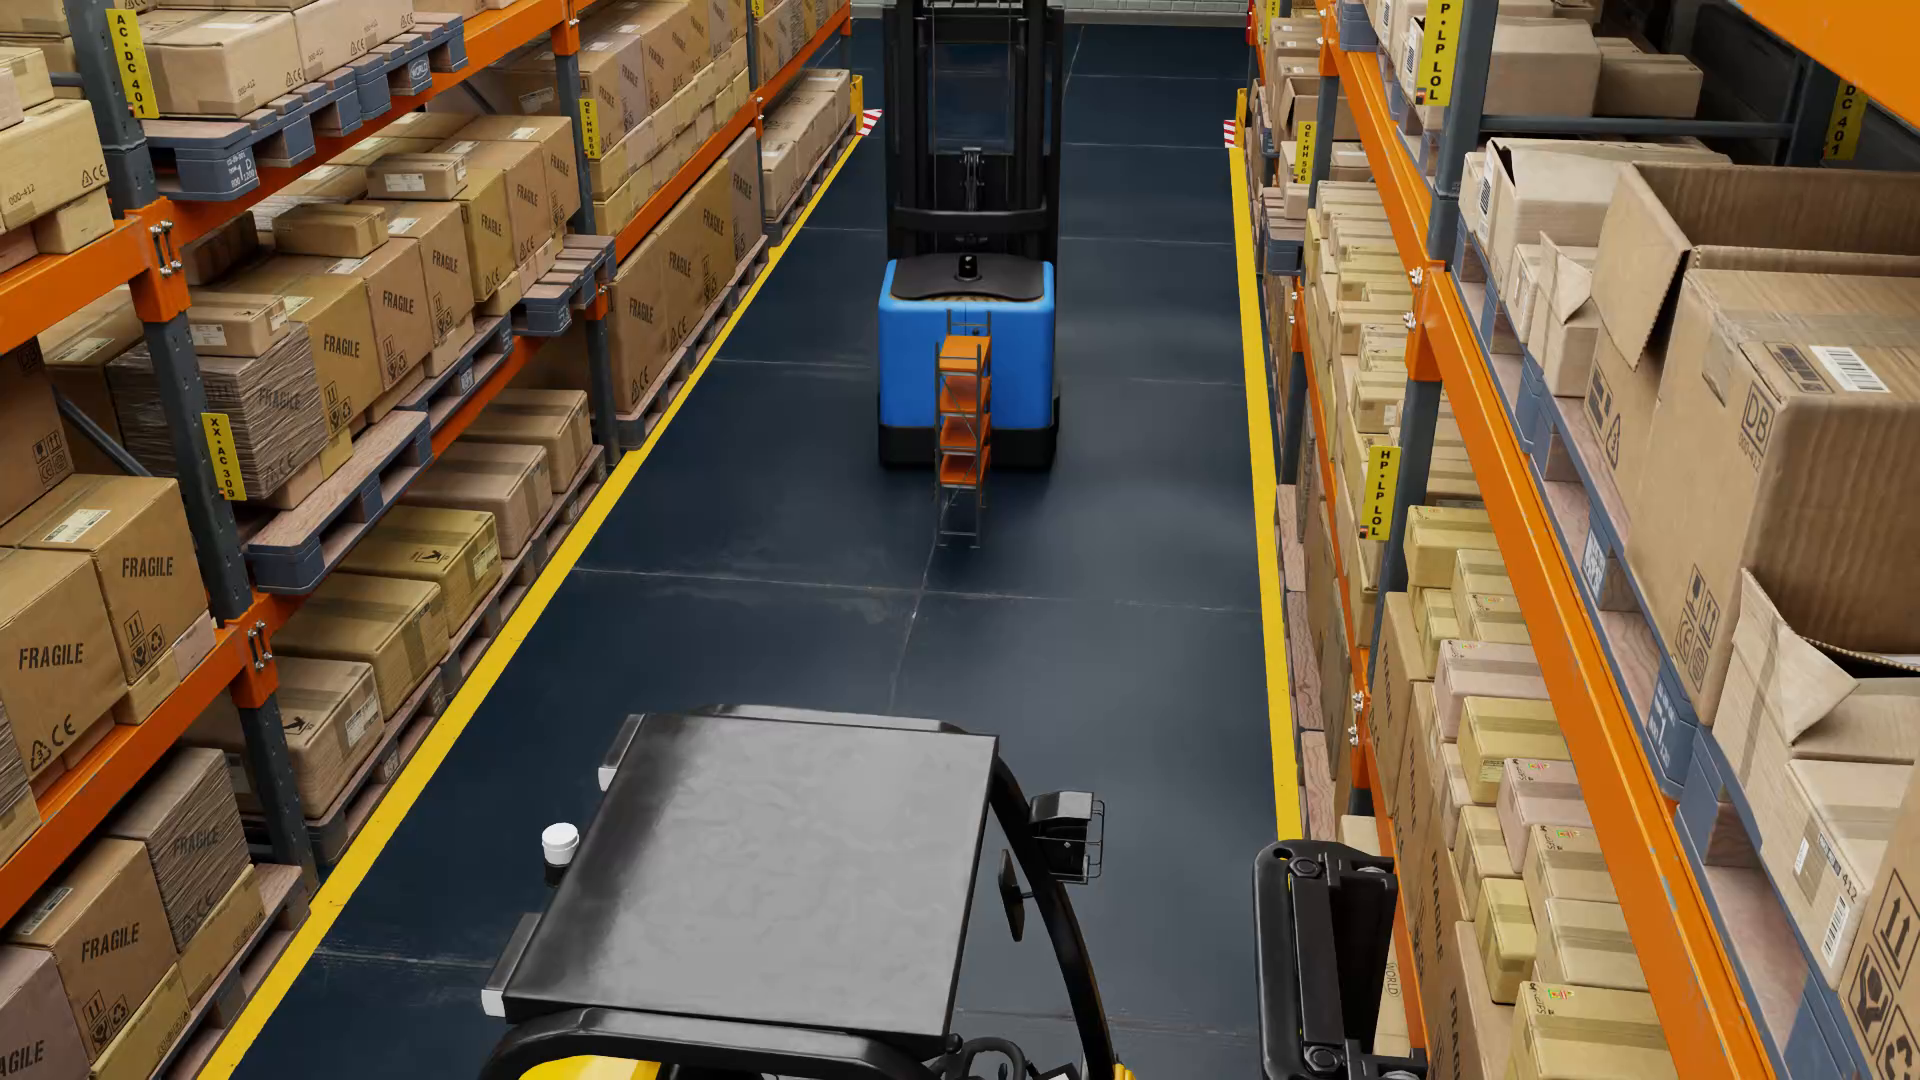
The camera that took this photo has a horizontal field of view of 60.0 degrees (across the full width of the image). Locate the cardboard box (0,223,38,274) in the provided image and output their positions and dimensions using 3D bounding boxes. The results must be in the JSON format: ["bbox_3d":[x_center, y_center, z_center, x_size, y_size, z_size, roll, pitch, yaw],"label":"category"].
[{"bbox_3d":[-2.920,-0.860,4.787,0.380,0.149,0.250,4,29,7],"label":"cardboard box"}]

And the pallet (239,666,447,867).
[{"bbox_3d":[-2.972,0.931,7.300,1.003,0.211,1.213,3,28,6],"label":"pallet"}]

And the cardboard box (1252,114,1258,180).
[{"bbox_3d":[2.855,-3.451,14.686,0.500,0.500,0.500,4,29,7],"label":"cardboard box"}]

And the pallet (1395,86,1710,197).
[{"bbox_3d":[1.956,-1.296,5.532,0.805,0.209,1.217,2,28,4],"label":"pallet"}]

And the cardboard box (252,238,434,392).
[{"bbox_3d":[-2.589,-0.962,7.011,0.500,0.500,0.500,3,28,6],"label":"cardboard box"}]

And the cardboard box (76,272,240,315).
[{"bbox_3d":[-3.178,-0.755,6.626,0.500,0.500,0.500,4,29,6],"label":"cardboard box"}]

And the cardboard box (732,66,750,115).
[{"bbox_3d":[-1.890,-3.404,12.565,0.500,0.250,0.500,3,28,5],"label":"cardboard box"}]

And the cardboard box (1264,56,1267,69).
[{"bbox_3d":[2.710,-3.955,13.693,0.380,0.149,0.250,3,28,5],"label":"cardboard box"}]

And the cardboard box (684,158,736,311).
[{"bbox_3d":[-2.185,-2.224,12.012,0.875,0.875,0.875,4,29,8],"label":"cardboard box"}]

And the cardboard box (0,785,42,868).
[{"bbox_3d":[-2.924,0.828,4.816,0.380,0.149,0.250,3,28,5],"label":"cardboard box"}]

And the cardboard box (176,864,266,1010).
[{"bbox_3d":[-2.872,1.389,5.965,0.500,0.250,0.500,5,29,9],"label":"cardboard box"}]

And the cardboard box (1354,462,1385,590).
[{"bbox_3d":[1.667,-0.044,5.800,0.500,0.250,0.500,3,28,5],"label":"cardboard box"}]

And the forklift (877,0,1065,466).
[{"bbox_3d":[0.090,-2.395,10.605,1.130,2.935,3.031,1,28,2],"label":"forklift"}]

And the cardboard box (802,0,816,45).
[{"bbox_3d":[-1.572,-4.659,14.629,0.500,0.500,0.500,4,29,8],"label":"cardboard box"}]

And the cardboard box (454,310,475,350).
[{"bbox_3d":[-2.494,-0.986,7.739,0.380,0.149,0.250,2,28,5],"label":"cardboard box"}]

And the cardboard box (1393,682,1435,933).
[{"bbox_3d":[1.500,0.752,4.586,0.500,0.500,0.500,4,29,7],"label":"cardboard box"}]

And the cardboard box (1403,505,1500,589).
[{"bbox_3d":[1.527,0.028,4.932,0.380,0.149,0.250,4,29,7],"label":"cardboard box"}]

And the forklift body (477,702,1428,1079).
[{"bbox_3d":[-0.208,1.614,3.986,2.313,2.155,1.214,3,28,6],"label":"forklift body"}]

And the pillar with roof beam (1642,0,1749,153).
[{"bbox_3d":[-1.187,-3.752,6.726,9.100,9.000,0.400,3,28,6],"label":"pillar with roof beam"}]

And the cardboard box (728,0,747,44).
[{"bbox_3d":[-1.891,-3.956,12.270,0.500,0.500,0.500,4,29,8],"label":"cardboard box"}]

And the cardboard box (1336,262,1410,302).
[{"bbox_3d":[1.872,-1.115,7.368,0.380,0.149,0.250,4,29,7],"label":"cardboard box"}]

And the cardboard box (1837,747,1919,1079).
[{"bbox_3d":[1.183,0.423,1.486,0.500,0.500,0.500,4,29,8],"label":"cardboard box"}]

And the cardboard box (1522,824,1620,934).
[{"bbox_3d":[1.435,0.758,3.578,0.380,0.149,0.250,3,29,6],"label":"cardboard box"}]

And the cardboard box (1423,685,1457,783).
[{"bbox_3d":[1.422,0.519,4.334,0.380,0.149,0.250,4,29,7],"label":"cardboard box"}]

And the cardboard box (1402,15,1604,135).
[{"bbox_3d":[1.708,-1.509,5.271,0.500,0.311,0.500,2,28,5],"label":"cardboard box"}]

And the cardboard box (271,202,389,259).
[{"bbox_3d":[-2.626,-1.294,6.944,0.380,0.149,0.250,5,29,9],"label":"cardboard box"}]

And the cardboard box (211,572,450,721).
[{"bbox_3d":[-2.919,0.456,7.569,0.950,0.372,0.625,5,29,9],"label":"cardboard box"}]

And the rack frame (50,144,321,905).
[{"bbox_3d":[-3.066,0.070,5.958,1.000,3.000,0.127,3,28,6],"label":"rack frame"}]

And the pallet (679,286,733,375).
[{"bbox_3d":[-2.252,-1.525,11.858,1.003,0.211,1.213,3,28,6],"label":"pallet"}]

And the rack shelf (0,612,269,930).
[{"bbox_3d":[-3.311,1.328,4.381,1.077,0.370,4.000,3,28,6],"label":"rack shelf"}]

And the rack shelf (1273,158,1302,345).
[{"bbox_3d":[2.596,-2.151,10.839,1.077,0.370,4.000,3,28,6],"label":"rack shelf"}]

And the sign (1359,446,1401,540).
[{"bbox_3d":[1.321,-0.146,5.220,0.100,0.325,0.005,3,28,6],"label":"sign"}]

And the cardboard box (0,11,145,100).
[{"bbox_3d":[-3.138,-1.653,5.709,0.500,0.250,0.500,3,28,5],"label":"cardboard box"}]

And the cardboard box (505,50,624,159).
[{"bbox_3d":[-2.273,-2.515,9.597,0.500,0.500,0.500,2,28,5],"label":"cardboard box"}]

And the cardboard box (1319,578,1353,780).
[{"bbox_3d":[2.016,0.606,7.024,0.875,0.625,0.625,3,28,6],"label":"cardboard box"}]

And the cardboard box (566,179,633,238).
[{"bbox_3d":[-2.266,-1.963,9.889,0.500,0.250,0.500,3,28,5],"label":"cardboard box"}]

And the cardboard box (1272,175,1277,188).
[{"bbox_3d":[2.533,-2.626,12.471,0.380,0.149,0.250,5,29,9],"label":"cardboard box"}]

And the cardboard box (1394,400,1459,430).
[{"bbox_3d":[1.778,-0.382,6.007,0.380,0.149,0.250,3,28,6],"label":"cardboard box"}]

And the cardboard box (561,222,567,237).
[{"bbox_3d":[-2.382,-1.720,9.101,0.380,0.149,0.250,4,29,8],"label":"cardboard box"}]

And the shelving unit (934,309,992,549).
[{"bbox_3d":[0.020,-0.606,9.110,0.258,1.200,0.503,3,28,6],"label":"shelving unit"}]

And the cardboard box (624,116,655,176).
[{"bbox_3d":[-2.204,-2.435,10.238,0.500,0.250,0.500,4,29,7],"label":"cardboard box"}]

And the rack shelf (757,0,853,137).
[{"bbox_3d":[-1.841,-4.321,14.866,1.077,0.370,4.000,3,28,6],"label":"rack shelf"}]

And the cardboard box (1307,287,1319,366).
[{"bbox_3d":[1.987,-1.029,8.156,0.500,0.250,0.500,3,28,5],"label":"cardboard box"}]

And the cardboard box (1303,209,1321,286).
[{"bbox_3d":[2.029,-1.487,8.479,0.500,0.250,0.500,3,28,6],"label":"cardboard box"}]

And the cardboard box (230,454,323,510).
[{"bbox_3d":[-2.685,-0.247,6.367,0.380,0.149,0.250,4,29,7],"label":"cardboard box"}]

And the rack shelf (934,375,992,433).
[{"bbox_3d":[0.020,-0.744,9.036,0.258,0.148,0.480,3,28,6],"label":"rack shelf"}]

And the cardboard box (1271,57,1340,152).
[{"bbox_3d":[2.400,-2.810,10.756,0.700,0.500,0.500,3,28,6],"label":"cardboard box"}]

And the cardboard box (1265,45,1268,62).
[{"bbox_3d":[2.708,-3.965,13.292,0.500,0.250,0.500,3,29,6],"label":"cardboard box"}]

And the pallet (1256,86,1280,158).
[{"bbox_3d":[2.635,-2.955,11.775,1.003,0.211,1.213,3,28,6],"label":"pallet"}]

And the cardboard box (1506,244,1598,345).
[{"bbox_3d":[1.410,-0.527,3.620,0.380,0.149,0.250,4,29,8],"label":"cardboard box"}]

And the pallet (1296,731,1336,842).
[{"bbox_3d":[1.912,1.235,6.735,1.003,0.211,1.213,3,28,6],"label":"pallet"}]

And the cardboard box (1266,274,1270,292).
[{"bbox_3d":[2.503,-2.028,12.045,0.500,0.500,0.500,3,28,6],"label":"cardboard box"}]
